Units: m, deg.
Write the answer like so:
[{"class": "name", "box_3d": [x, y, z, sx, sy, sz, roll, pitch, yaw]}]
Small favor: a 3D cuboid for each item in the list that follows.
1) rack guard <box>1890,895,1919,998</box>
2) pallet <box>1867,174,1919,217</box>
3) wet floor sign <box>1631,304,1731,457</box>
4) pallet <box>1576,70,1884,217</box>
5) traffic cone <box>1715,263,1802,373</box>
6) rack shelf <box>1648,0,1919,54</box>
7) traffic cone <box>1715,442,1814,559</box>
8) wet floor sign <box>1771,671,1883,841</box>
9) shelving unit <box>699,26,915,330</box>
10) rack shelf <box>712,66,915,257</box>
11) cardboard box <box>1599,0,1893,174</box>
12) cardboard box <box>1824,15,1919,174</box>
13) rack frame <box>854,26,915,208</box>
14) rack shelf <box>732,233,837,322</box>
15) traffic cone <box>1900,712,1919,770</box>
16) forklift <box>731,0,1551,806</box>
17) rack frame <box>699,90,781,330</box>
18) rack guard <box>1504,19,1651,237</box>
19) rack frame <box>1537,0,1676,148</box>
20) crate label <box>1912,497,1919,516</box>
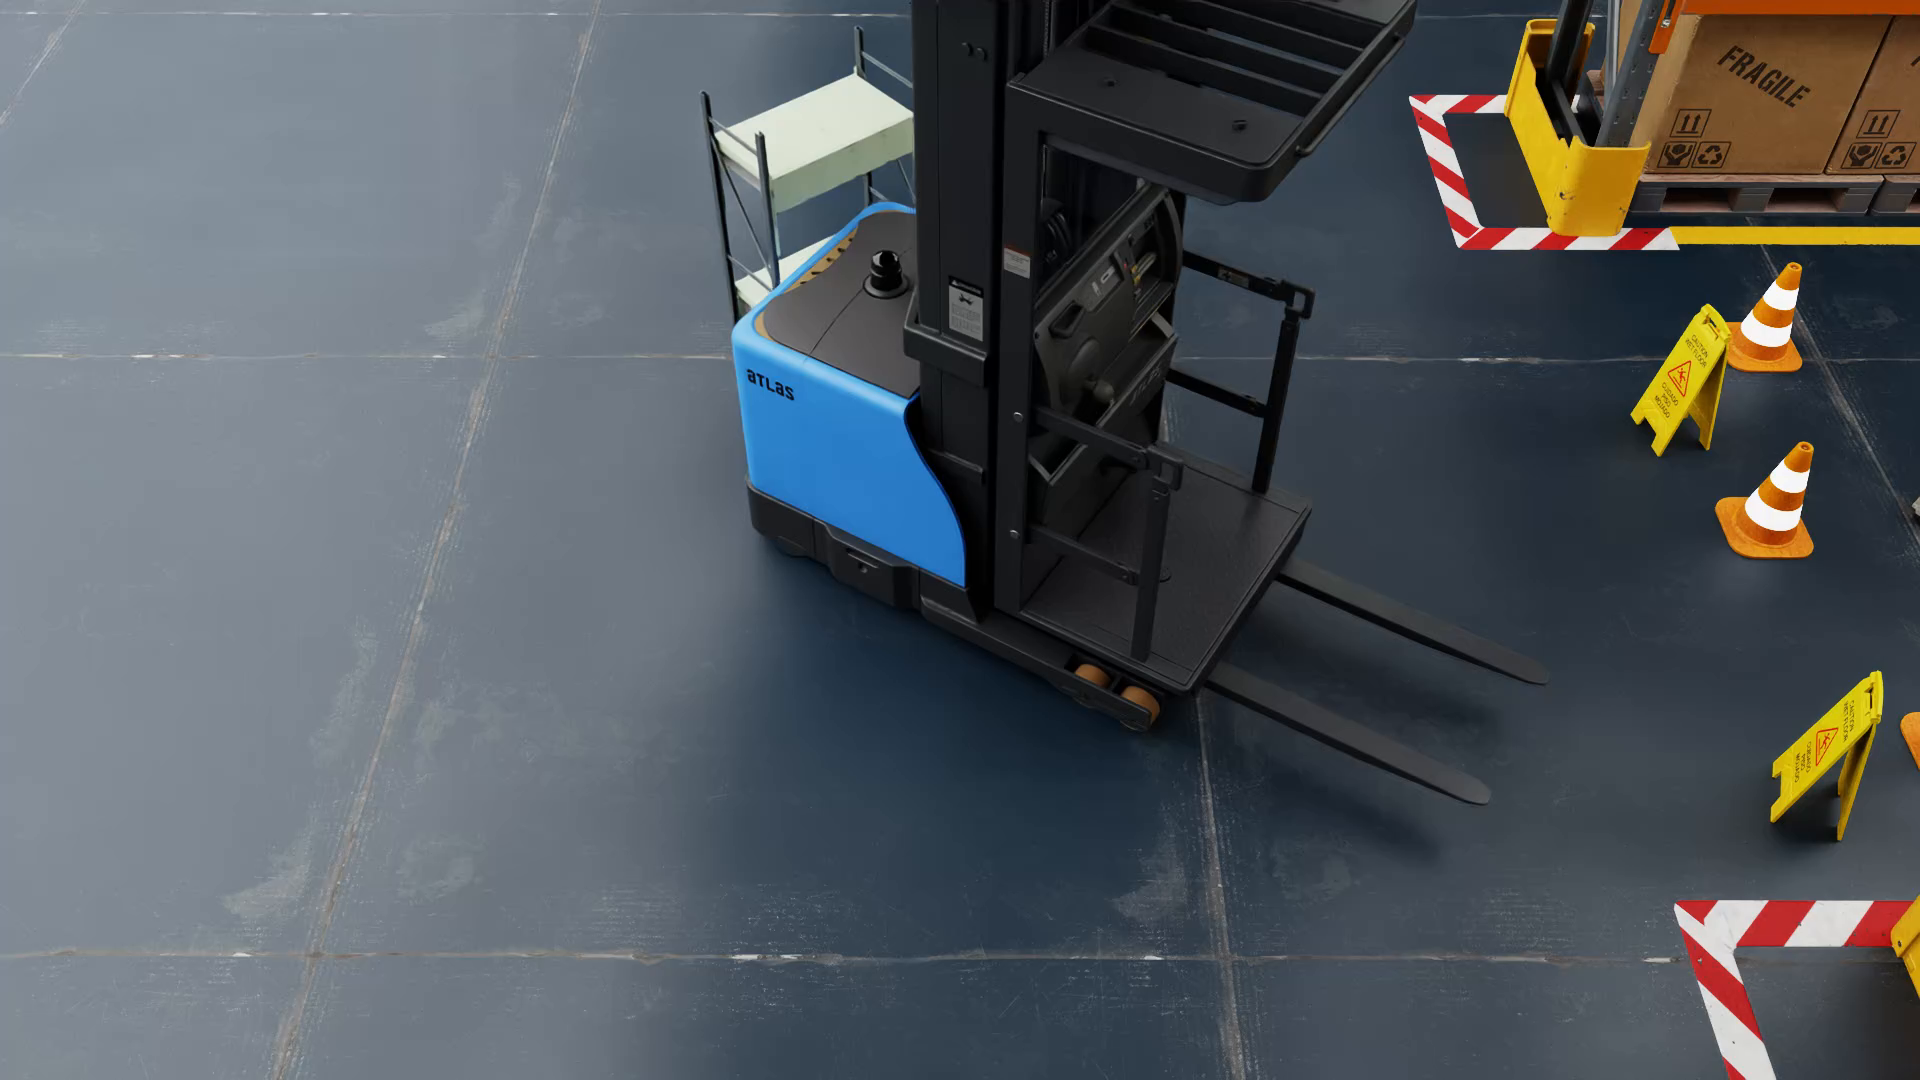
[{"class": "rack guard", "box_3d": [3.258, 1.541, 4.974, 0.348, 0.500, 1.175, 0, 47, 0]}, {"class": "pallet", "box_3d": [5.116, -2.034, 8.499, 1.213, 0.211, 1.003, 0, 47, 0]}, {"class": "wet floor sign", "box_3d": [3.063, -0.683, 6.945, 0.232, 0.644, 0.267, -7, 47, -7]}, {"class": "pallet", "box_3d": [3.899, -2.040, 8.504, 1.213, 0.211, 1.003, 0, 47, 0]}, {"class": "traffic cone", "box_3d": [3.625, -1.030, 7.392, 0.334, 0.463, 0.336, 0, 47, 0]}, {"class": "rack shelf", "box_3d": [5.099, -2.684, 7.691, 4.000, 0.370, 1.077, 0, 47, 0]}, {"class": "traffic cone", "box_3d": [3.281, -0.203, 6.623, 0.334, 0.463, 0.336, 0, 47, 0]}, {"class": "wet floor sign", "box_3d": [2.996, 0.707, 5.651, 0.232, 0.644, 0.267, 15, 49, 14]}, {"class": "shelving unit", "box_3d": [-0.559, -1.238, 6.873, 0.755, 1.500, 0.431, -31, 53, -26]}, {"class": "rack shelf", "box_3d": [-0.563, -1.508, 6.591, 0.720, 0.370, 0.431, -31, 53, -26]}, {"class": "cardboard box", "box_3d": [3.778, -2.400, 8.100, 0.875, 0.875, 0.875, 0, 47, 0]}, {"class": "cardboard box", "box_3d": [4.658, -2.400, 8.099, 0.875, 0.875, 0.875, -1, 47, 0]}, {"class": "rack frame", "box_3d": [-0.277, -1.409, 7.032, 0.023, 1.500, 0.400, -31, 53, -26]}, {"class": "rack shelf", "box_3d": [-0.556, -1.013, 7.108, 0.720, 0.370, 0.431, -31, 53, -26]}, {"class": "traffic cone", "box_3d": [3.617, 0.610, 5.866, 0.334, 0.463, 0.336, 0, 47, 0]}, {"class": "forklift", "box_3d": [0.674, -0.748, 5.444, 3.031, 2.935, 1.130, 25, 52, 21]}, {"class": "rack frame", "box_3d": [-0.841, -1.068, 6.714, 0.023, 1.500, 0.400, -31, 53, -26]}, {"class": "rack guard", "box_3d": [3.075, -2.083, 8.347, 0.348, 0.500, 1.175, 0, 47, 0]}, {"class": "rack frame", "box_3d": [3.099, -2.935, 7.432, 0.127, 3.000, 1.000, 0, 47, 0]}, {"class": "crate label", "box_3d": [4.067, -0.136, 6.783, 0.298, 0.136, 0.250, -23, 51, -20]}]
